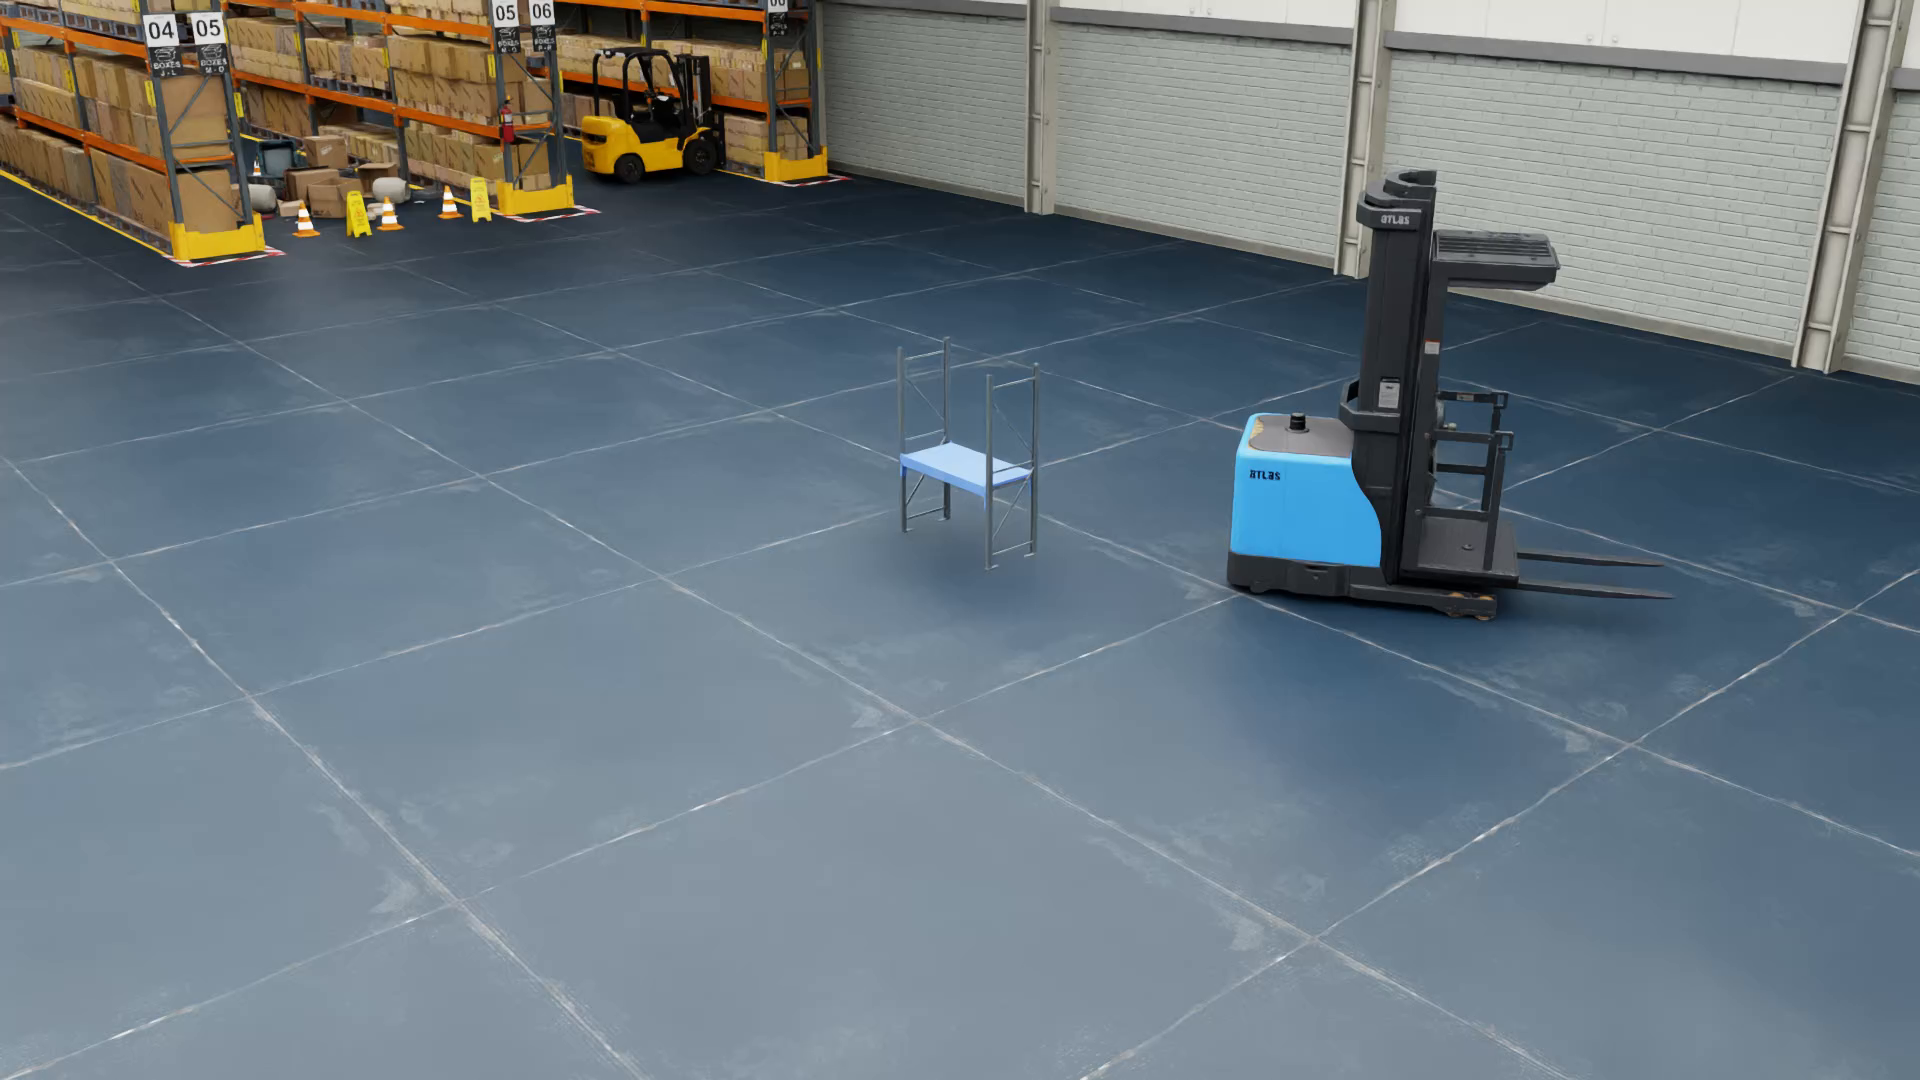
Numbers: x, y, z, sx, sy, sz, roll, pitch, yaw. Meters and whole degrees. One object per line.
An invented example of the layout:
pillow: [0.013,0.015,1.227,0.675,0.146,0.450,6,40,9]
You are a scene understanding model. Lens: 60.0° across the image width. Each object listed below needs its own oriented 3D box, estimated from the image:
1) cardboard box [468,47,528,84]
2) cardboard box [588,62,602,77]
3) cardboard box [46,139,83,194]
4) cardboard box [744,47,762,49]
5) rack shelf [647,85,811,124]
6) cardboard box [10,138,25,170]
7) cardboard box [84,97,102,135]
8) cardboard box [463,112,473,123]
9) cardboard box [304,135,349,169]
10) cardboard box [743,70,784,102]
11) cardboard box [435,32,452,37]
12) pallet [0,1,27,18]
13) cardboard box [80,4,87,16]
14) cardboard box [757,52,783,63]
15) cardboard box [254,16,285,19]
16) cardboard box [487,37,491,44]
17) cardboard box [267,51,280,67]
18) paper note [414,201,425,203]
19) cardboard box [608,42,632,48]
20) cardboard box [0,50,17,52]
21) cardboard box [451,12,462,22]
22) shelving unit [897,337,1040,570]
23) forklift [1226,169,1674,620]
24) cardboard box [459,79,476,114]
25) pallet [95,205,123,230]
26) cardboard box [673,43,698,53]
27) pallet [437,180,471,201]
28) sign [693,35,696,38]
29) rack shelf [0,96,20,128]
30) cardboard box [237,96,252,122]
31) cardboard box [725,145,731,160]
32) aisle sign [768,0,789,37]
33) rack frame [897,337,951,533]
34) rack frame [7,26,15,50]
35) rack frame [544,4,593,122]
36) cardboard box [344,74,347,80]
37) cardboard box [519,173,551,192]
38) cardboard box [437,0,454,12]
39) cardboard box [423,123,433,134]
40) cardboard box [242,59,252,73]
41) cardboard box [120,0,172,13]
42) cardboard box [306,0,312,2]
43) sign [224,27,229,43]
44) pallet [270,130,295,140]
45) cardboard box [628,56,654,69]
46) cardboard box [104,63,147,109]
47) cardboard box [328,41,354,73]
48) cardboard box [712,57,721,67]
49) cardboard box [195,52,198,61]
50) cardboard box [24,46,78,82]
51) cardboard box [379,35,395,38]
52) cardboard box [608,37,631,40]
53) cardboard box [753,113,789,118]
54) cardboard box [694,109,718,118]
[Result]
cardboard box: [-7.149,-7.350,25.722,0.700,0.500,0.500,-18,28,-39]
cardboard box: [-7.006,-9.328,32.894,0.500,0.250,0.500,-16,27,-36]
cardboard box: [-14.045,-6.075,26.890,1.050,0.750,0.750,-17,27,-37]
cardboard box: [-3.619,-8.713,29.681,0.380,0.149,0.250,-16,27,-36]
rack shelf: [-4.197,-8.011,30.310,1.077,0.370,4.000,-17,27,-37]
cardboard box: [-16.184,-6.766,28.997,0.500,0.500,0.500,-18,27,-38]
cardboard box: [-12.695,-6.480,25.210,0.875,0.550,0.550,-17,27,-37]
cardboard box: [-7.648,-6.729,26.397,0.380,0.149,0.250,-17,27,-37]
cardboard box: [-10.590,-6.472,27.785,0.500,0.500,0.500,-17,27,-37]
cardboard box: [-3.412,-7.913,28.938,0.500,0.500,0.500,-18,28,-39]
cardboard box: [-11.580,-11.395,37.762,0.500,0.250,0.500,-17,27,-37]
pallet: [-15.095,-8.758,27.378,1.213,0.211,1.003,-16,26,-35]
cardboard box: [-12.299,-7.569,23.715,0.380,0.149,0.250,-18,28,-38]
cardboard box: [-3.285,-8.329,28.702,0.380,0.149,0.250,-17,27,-37]
cardboard box: [-14.001,-10.374,33.851,0.500,0.500,0.500,-16,27,-36]
cardboard box: [-9.728,-10.804,35.742,0.700,0.500,0.500,-18,27,-38]
cardboard box: [-13.068,-9.335,32.224,0.500,0.250,0.500,-18,28,-39]
paper note: [-8.757,-5.486,26.948,0.148,0.019,0.142,12,24,27]
cardboard box: [-6.592,-9.564,32.263,0.380,0.149,0.250,-18,28,-39]
cardboard box: [-17.581,-8.937,30.641,0.380,0.149,0.250,-18,28,-39]
cardboard box: [-7.743,-8.208,26.059,0.380,0.149,0.250,-18,28,-38]
shelving unit: [0.056,-0.675,12.650,0.538,1.500,1.048,-17,27,-37]
forklift: [3.507,-1.022,11.574,3.031,2.935,1.130,6,22,14]
cardboard box: [-7.536,-7.019,26.248,0.500,0.500,0.500,-17,27,-37]
pallet: [-12.508,-4.982,25.415,1.003,0.211,1.213,-17,27,-37]
cardboard box: [-5.017,-9.012,30.446,0.380,0.149,0.250,-17,27,-36]
pallet: [-7.995,-5.903,27.766,1.003,0.211,1.213,-17,27,-37]
sign: [-5.084,-9.471,31.756,0.100,0.325,0.005,-17,27,-37]
rack shelf: [-16.861,-7.832,29.854,1.077,0.370,4.000,-17,27,-37]
cardboard box: [-14.811,-9.128,35.112,0.875,0.438,0.875,-18,28,-38]
cardboard box: [-4.075,-7.043,30.048,0.500,0.250,0.500,-17,27,-37]
aisle sign: [-3.072,-8.916,28.070,0.394,0.787,0.004,-17,27,-37]
rack frame: [-0.276,-0.815,13.009,0.500,1.500,0.032,-17,27,-37]
rack frame: [-18.167,-8.720,31.134,1.000,3.000,0.127,-17,27,-37]
rack frame: [-8.114,-10.004,34.412,1.000,3.000,0.127,-17,27,-37]
cardboard box: [-10.904,-8.395,30.074,0.380,0.149,0.250,-16,27,-35]
cardboard box: [-6.967,-5.815,26.911,0.500,0.250,0.500,-18,28,-38]
cardboard box: [-7.858,-8.435,26.091,0.500,0.250,0.500,-17,27,-36]
cardboard box: [-8.707,-6.865,27.674,0.380,0.149,0.250,-16,27,-35]
cardboard box: [-14.057,-9.529,33.406,0.500,0.250,0.500,-18,28,-39]
cardboard box: [-10.865,-7.180,22.176,0.500,0.250,0.500,-17,27,-37]
cardboard box: [-11.795,-9.973,30.565,0.380,0.149,0.250,-17,27,-37]
sign: [-14.902,-10.233,33.703,0.100,0.325,0.005,-17,27,-37]
pallet: [-13.122,-8.095,33.363,1.003,0.211,1.213,-17,27,-37]
cardboard box: [-6.017,-9.136,31.717,0.500,0.250,0.500,-18,28,-39]
cardboard box: [-11.683,-6.521,23.834,0.875,0.550,0.500,-17,27,-37]
cardboard box: [-11.056,-8.735,30.051,0.500,0.500,0.500,-17,27,-37]
cardboard box: [-4.186,-8.520,29.596,0.380,0.149,0.250,-17,27,-37]
cardboard box: [-15.989,-10.464,35.451,0.500,0.500,0.500,-16,27,-36]
cardboard box: [-14.939,-7.861,27.433,0.700,0.500,0.500,-18,28,-38]
cardboard box: [-10.087,-8.888,29.554,0.380,0.149,0.250,-16,26,-35]
cardboard box: [-6.819,-9.988,33.345,0.380,0.149,0.250,-18,28,-38]
cardboard box: [-3.391,-7.489,29.815,0.500,0.250,0.500,-17,27,-37]
cardboard box: [-4.765,-7.792,30.590,0.500,0.250,0.500,-16,27,-36]
